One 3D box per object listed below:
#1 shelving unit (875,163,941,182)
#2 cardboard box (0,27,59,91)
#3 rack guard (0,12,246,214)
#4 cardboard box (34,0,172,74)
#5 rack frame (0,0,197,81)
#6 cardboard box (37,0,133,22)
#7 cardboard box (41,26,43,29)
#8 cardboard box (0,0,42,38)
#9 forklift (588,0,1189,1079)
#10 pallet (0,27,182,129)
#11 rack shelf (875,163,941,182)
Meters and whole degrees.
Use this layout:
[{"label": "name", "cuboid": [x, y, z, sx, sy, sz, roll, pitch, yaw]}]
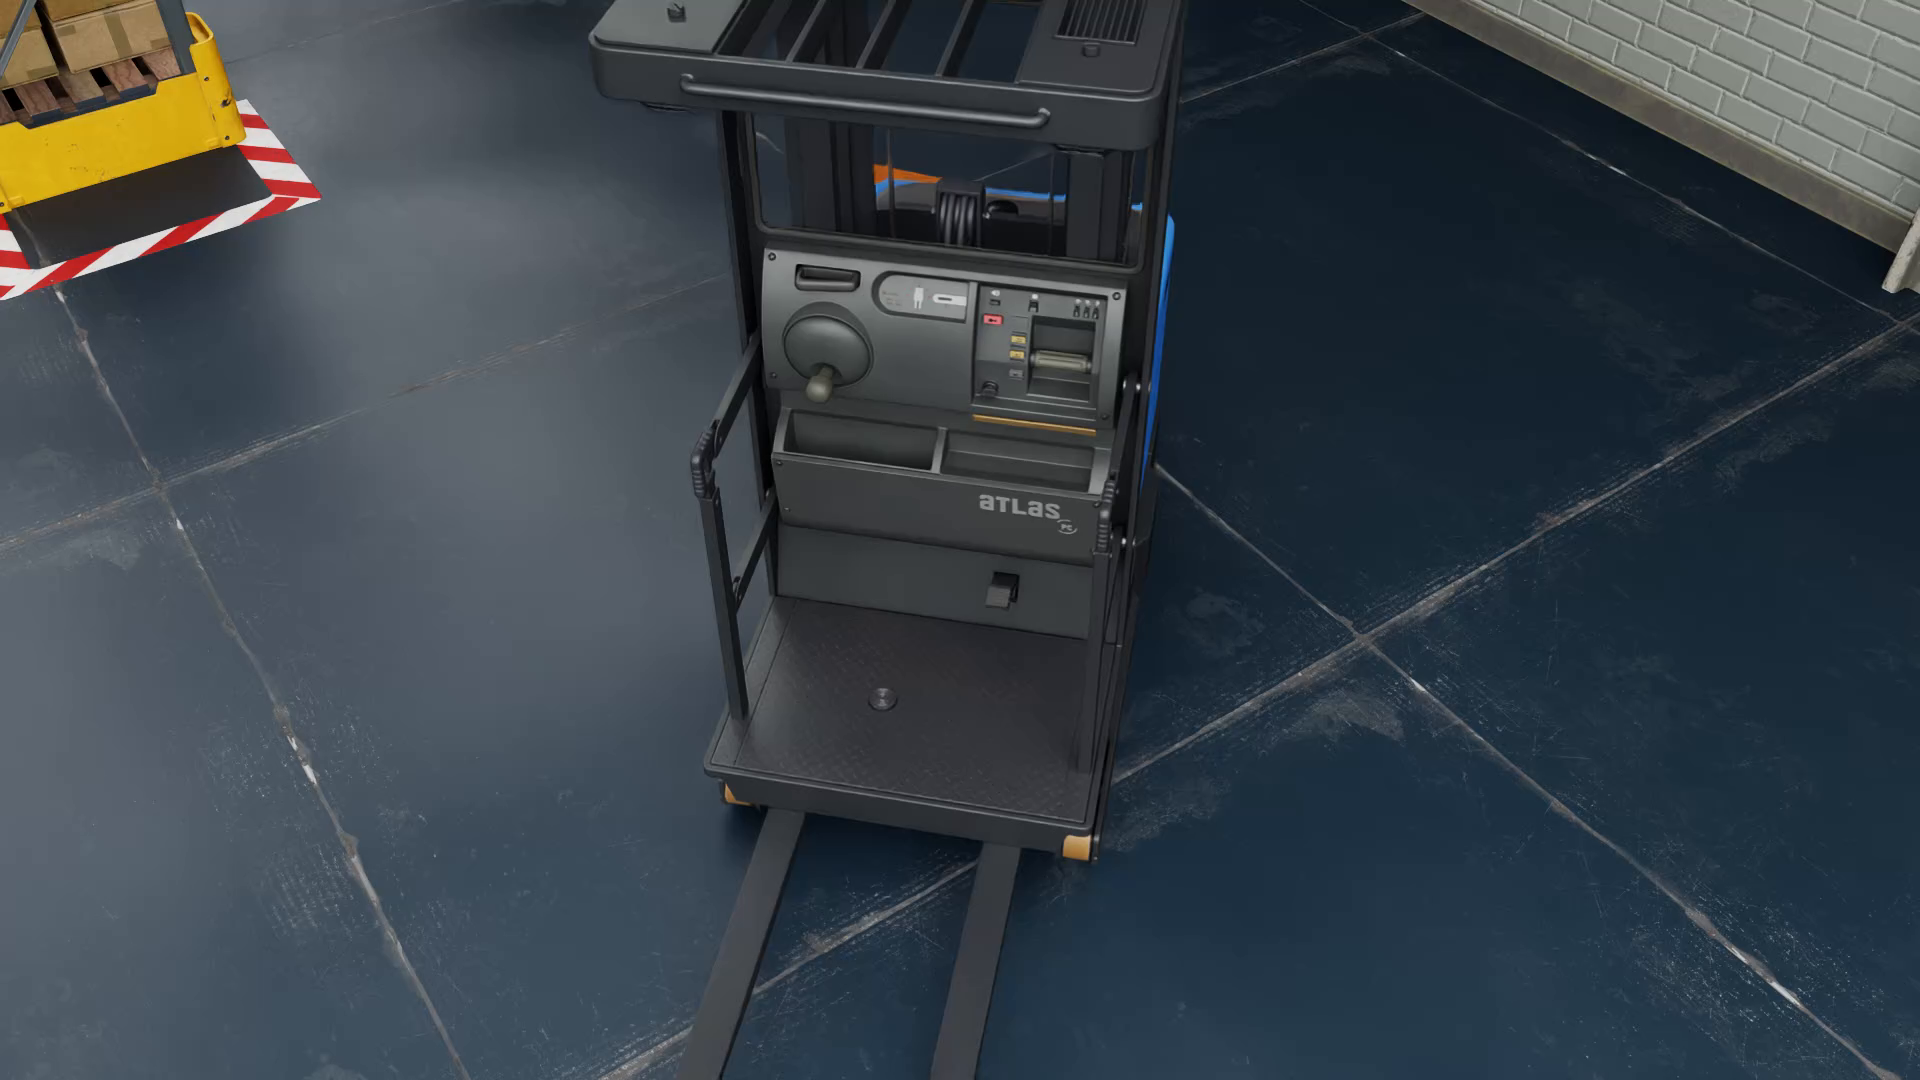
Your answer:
[{"label": "shelving unit", "cuboid": [0.007, -1.232, 5.954, 1.083, 1.500, 0.587, 15, 46, 15]}, {"label": "cardboard box", "cuboid": [-4.513, -2.282, 7.655, 0.500, 0.250, 0.500, -26, 49, -25]}, {"label": "rack guard", "cuboid": [-3.860, -1.898, 7.377, 1.175, 0.500, 0.348, -26, 49, -24]}, {"label": "cardboard box", "cuboid": [-4.051, -2.483, 7.866, 0.500, 0.250, 0.500, -26, 49, -25]}, {"label": "rack frame", "cuboid": [-3.816, -2.760, 6.468, 1.000, 3.000, 0.127, -26, 49, -24]}, {"label": "cardboard box", "cuboid": [-4.065, -2.767, 7.621, 0.500, 0.500, 0.500, -27, 50, -26]}, {"label": "cardboard box", "cuboid": [-4.337, -2.775, 8.172, 0.500, 0.250, 0.500, -24, 49, -23]}, {"label": "cardboard box", "cuboid": [-4.488, -2.539, 7.381, 0.500, 0.500, 0.500, -25, 49, -24]}, {"label": "forklift", "cuboid": [-0.089, -0.424, 4.072, 1.130, 2.935, 3.031, 8, 44, 8]}, {"label": "pallet", "cuboid": [-4.295, -2.268, 7.973, 1.003, 0.211, 1.213, -26, 49, -24]}, {"label": "rack shelf", "cuboid": [0.015, -1.099, 6.076, 1.000, 0.185, 0.538, 15, 46, 15]}]
